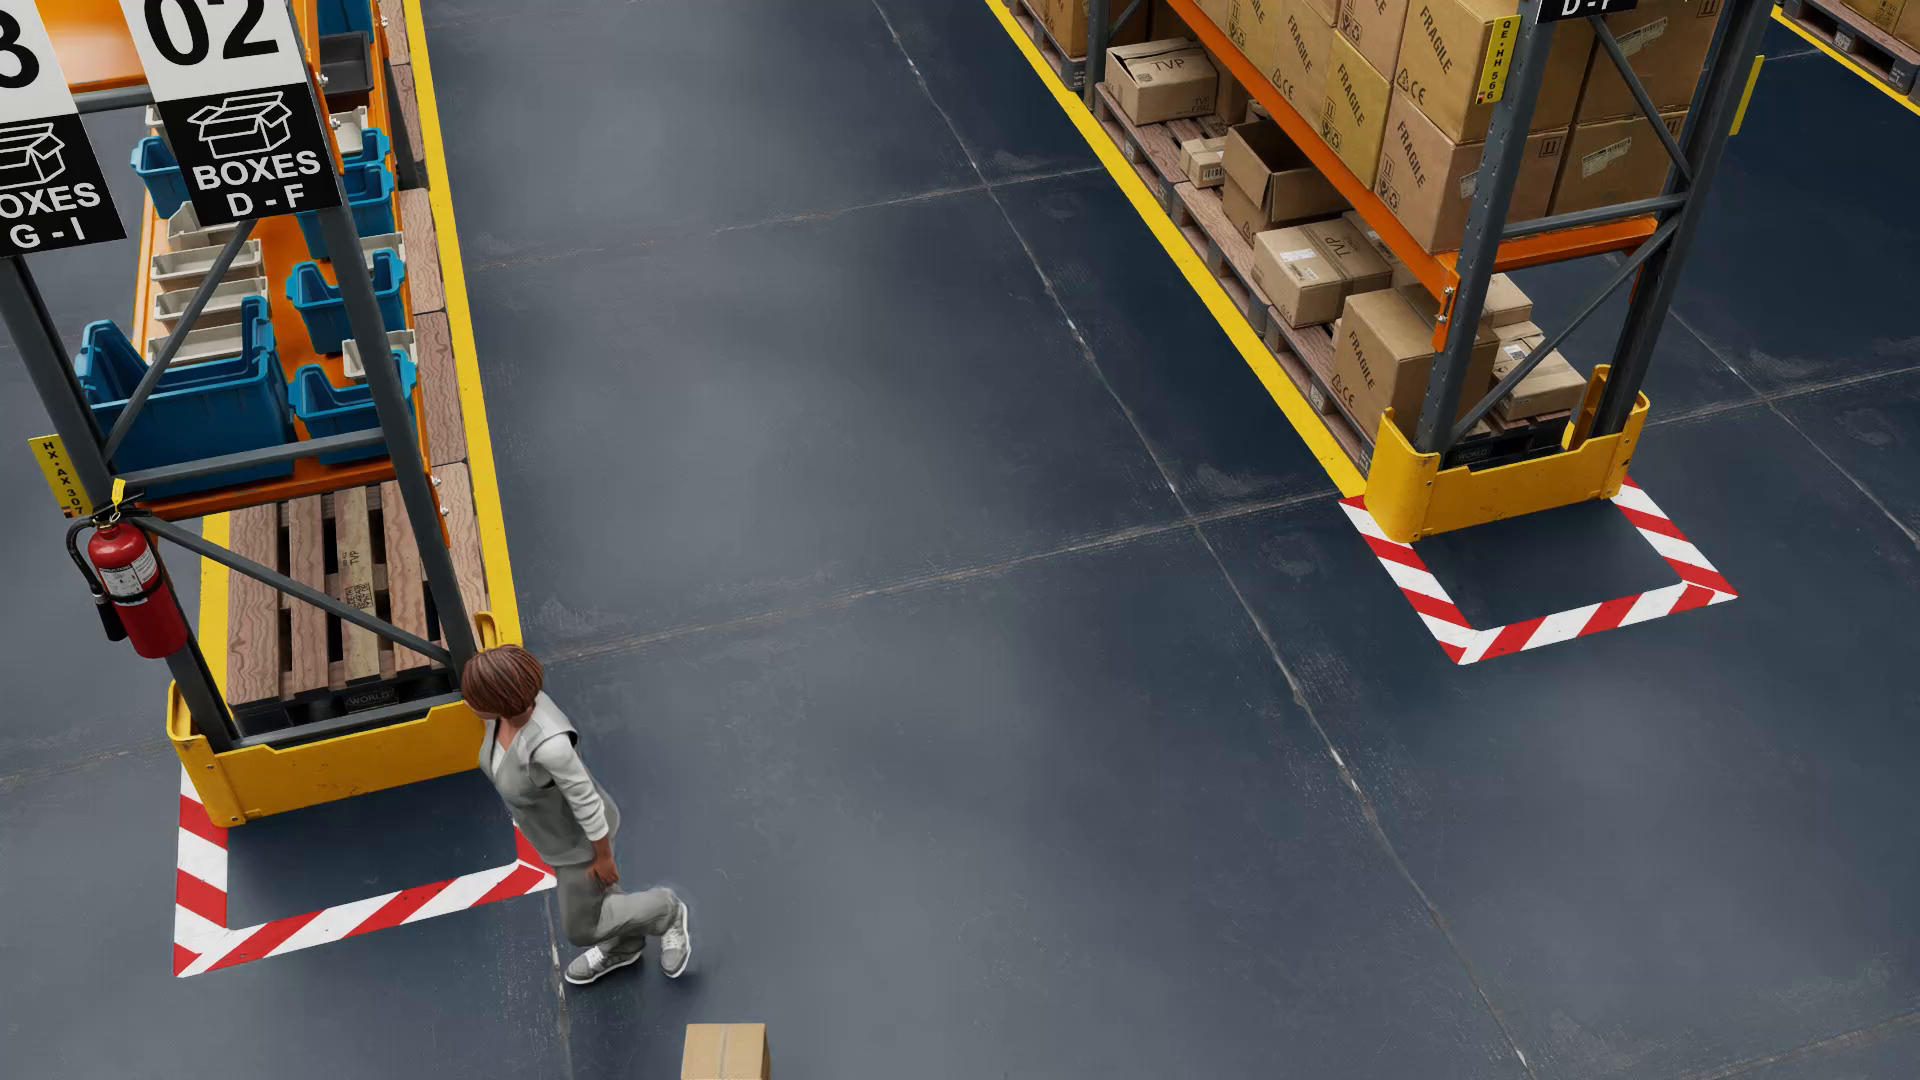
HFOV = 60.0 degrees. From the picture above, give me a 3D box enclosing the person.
[{"bbox_3d":[-1.174,0.875,5.219,0.484,1.593,0.480,-28,50,-27],"label":"person"}]
